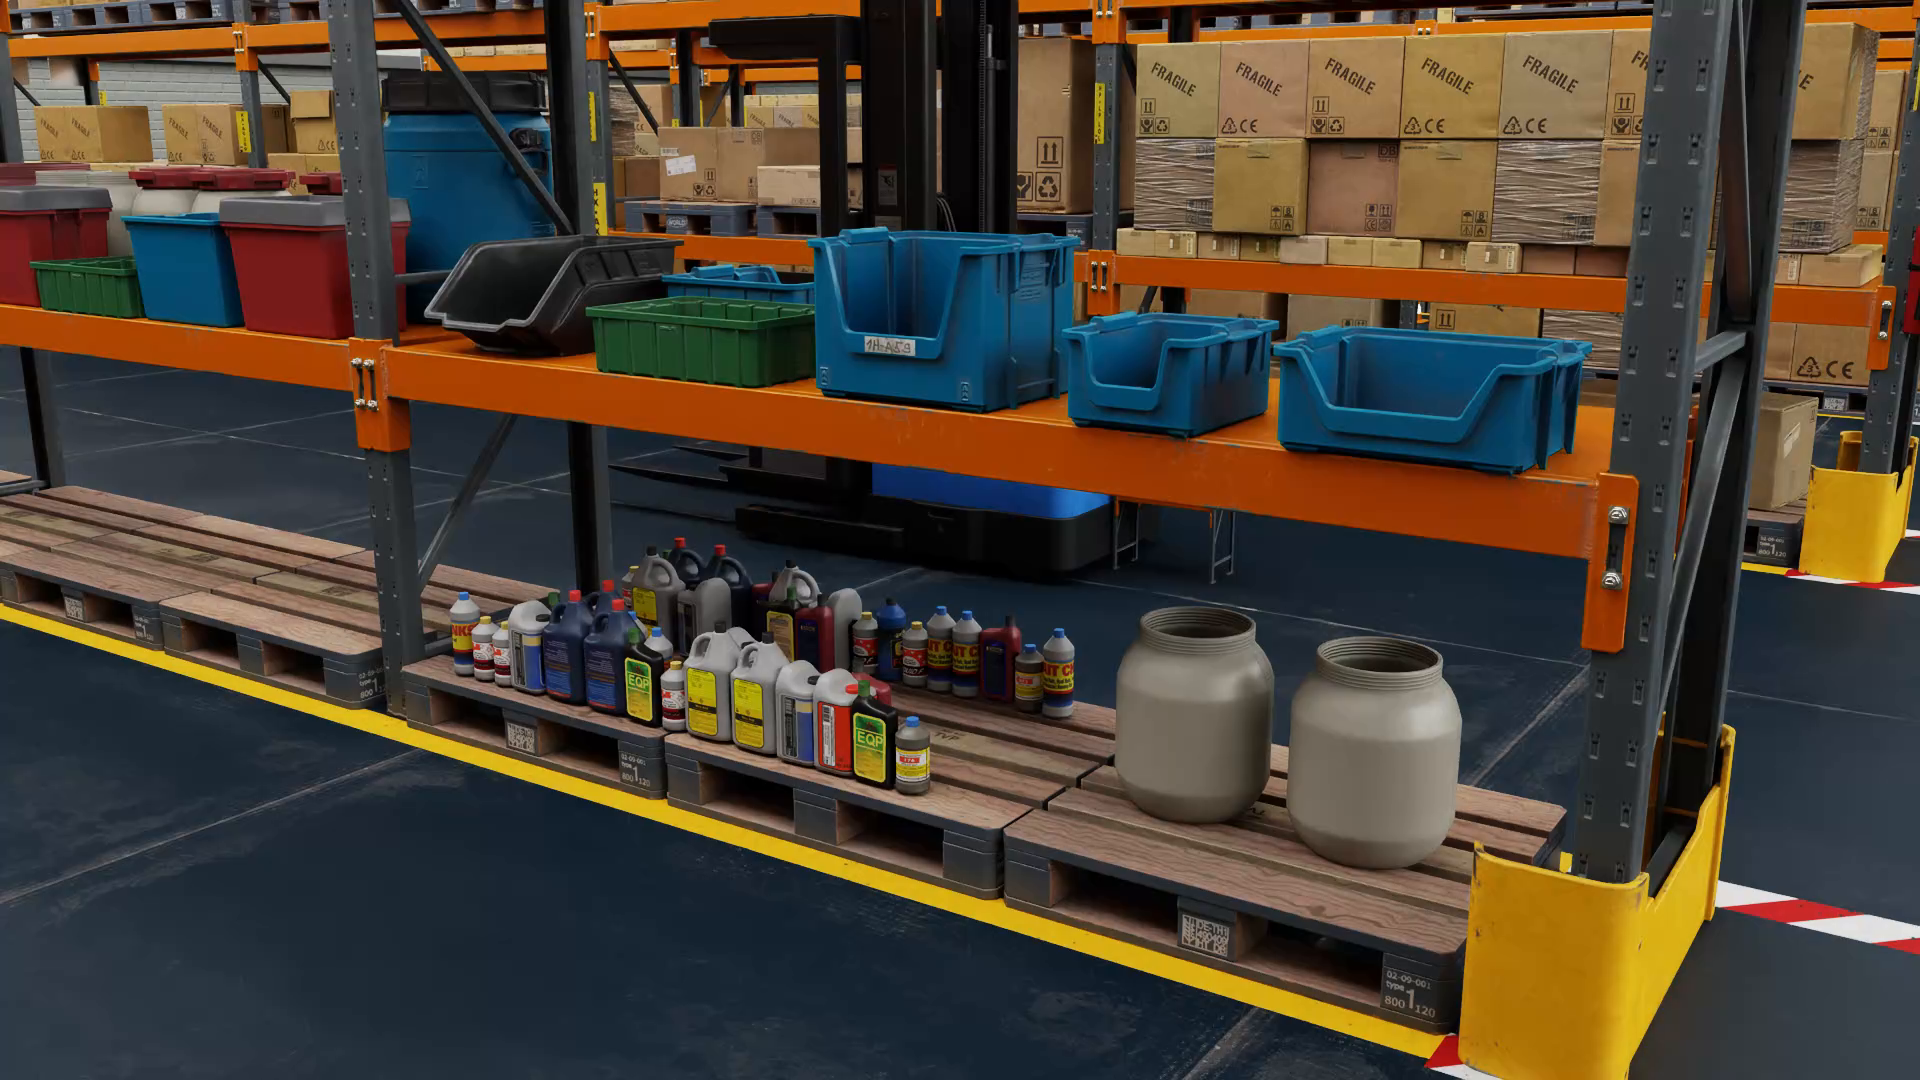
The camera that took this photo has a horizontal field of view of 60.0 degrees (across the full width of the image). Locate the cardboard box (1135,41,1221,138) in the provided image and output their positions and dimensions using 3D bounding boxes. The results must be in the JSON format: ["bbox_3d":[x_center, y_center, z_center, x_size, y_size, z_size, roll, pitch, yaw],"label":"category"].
[{"bbox_3d":[1.314,-2.487,9.221,0.500,0.500,0.500,9,17,33],"label":"cardboard box"}]

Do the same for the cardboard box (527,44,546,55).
[{"bbox_3d":[-4.501,-5.568,18.642,0.500,0.250,0.500,9,17,33],"label":"cardboard box"}]

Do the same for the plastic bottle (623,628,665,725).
[{"bbox_3d":[-0.973,0.419,5.125,0.133,0.283,0.061,10,17,35],"label":"plastic bottle"}]

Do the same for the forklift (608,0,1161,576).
[{"bbox_3d":[-0.530,-1.502,8.293,3.031,2.935,1.130,9,16,31],"label":"forklift"}]

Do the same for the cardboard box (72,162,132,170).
[{"bbox_3d":[-7.777,-3.346,15.292,0.500,0.250,0.500,9,16,31],"label":"cardboard box"}]

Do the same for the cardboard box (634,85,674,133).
[{"bbox_3d":[-3.244,-4.656,17.981,0.500,0.500,0.500,9,16,31],"label":"cardboard box"}]

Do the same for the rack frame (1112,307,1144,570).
[{"bbox_3d":[0.780,-0.468,7.716,0.015,1.200,0.240,9,16,31],"label":"rack frame"}]

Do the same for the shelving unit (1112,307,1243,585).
[{"bbox_3d":[0.987,-0.437,7.590,0.503,1.200,0.258,9,16,31],"label":"shelving unit"}]

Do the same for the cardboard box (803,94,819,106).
[{"bbox_3d":[-1.940,-6.035,22.821,0.250,0.149,0.380,9,16,31],"label":"cardboard box"}]

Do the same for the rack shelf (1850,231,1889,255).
[{"bbox_3d":[5.594,-2.278,12.781,4.000,0.370,1.077,9,17,33],"label":"rack shelf"}]

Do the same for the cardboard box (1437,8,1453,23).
[{"bbox_3d":[5.209,-5.670,18.182,0.500,0.250,0.500,9,17,34],"label":"cardboard box"}]

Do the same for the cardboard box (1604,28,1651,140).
[{"bbox_3d":[3.390,-2.152,7.868,0.500,0.500,0.500,9,17,33],"label":"cardboard box"}]

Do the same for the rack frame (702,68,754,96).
[{"bbox_3d":[-3.344,-5.505,24.321,0.127,3.000,1.000,9,17,33],"label":"rack frame"}]

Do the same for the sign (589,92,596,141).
[{"bbox_3d":[-2.543,-2.908,11.417,0.005,0.325,0.100,9,17,33],"label":"sign"}]

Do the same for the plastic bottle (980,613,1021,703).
[{"bbox_3d":[0.130,0.370,5.325,0.133,0.283,0.061,10,17,34],"label":"plastic bottle"}]

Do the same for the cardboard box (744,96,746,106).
[{"bbox_3d":[-2.946,-6.230,23.611,0.250,0.149,0.380,10,17,34],"label":"cardboard box"}]

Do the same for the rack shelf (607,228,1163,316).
[{"bbox_3d":[-0.577,-1.839,11.008,4.000,0.370,1.077,9,17,33],"label":"rack shelf"}]

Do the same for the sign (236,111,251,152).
[{"bbox_3d":[-5.864,-3.341,13.610,0.005,0.325,0.100,9,17,33],"label":"sign"}]

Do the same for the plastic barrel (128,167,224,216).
[{"bbox_3d":[-3.321,-1.327,7.159,0.433,0.535,0.433,0,14,0],"label":"plastic barrel"}]

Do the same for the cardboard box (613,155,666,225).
[{"bbox_3d":[-2.488,-2.625,12.475,0.500,0.500,0.500,10,17,34],"label":"cardboard box"}]

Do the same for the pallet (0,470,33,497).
[{"bbox_3d":[-5.678,-0.213,8.744,1.213,0.211,1.003,9,17,33],"label":"pallet"}]

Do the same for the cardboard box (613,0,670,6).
[{"bbox_3d":[-1.988,-3.726,11.203,0.500,0.250,0.500,10,17,34],"label":"cardboard box"}]

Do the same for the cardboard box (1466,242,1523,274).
[{"bbox_3d":[2.747,-1.439,8.417,0.250,0.149,0.380,9,17,33],"label":"cardboard box"}]

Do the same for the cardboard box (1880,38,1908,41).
[{"bbox_3d":[8.881,-4.802,15.761,0.250,0.149,0.380,9,17,33],"label":"cardboard box"}]

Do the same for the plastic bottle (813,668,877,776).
[{"bbox_3d":[-0.325,0.514,4.756,0.135,0.276,0.152,9,17,33],"label":"plastic bottle"}]

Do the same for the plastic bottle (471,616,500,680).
[{"bbox_3d":[-1.577,0.356,5.551,0.097,0.201,0.097,0,14,0],"label":"plastic bottle"}]

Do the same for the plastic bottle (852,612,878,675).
[{"bbox_3d":[-0.313,0.343,5.603,0.097,0.201,0.097,0,14,0],"label":"plastic bottle"}]

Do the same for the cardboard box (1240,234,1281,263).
[{"bbox_3d":[1.729,-1.614,9.122,0.250,0.149,0.380,9,17,33],"label":"cardboard box"}]

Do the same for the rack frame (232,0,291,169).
[{"bbox_3d":[-5.555,-2.993,14.172,0.127,3.000,1.000,9,17,33],"label":"rack frame"}]

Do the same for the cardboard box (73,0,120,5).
[{"bbox_3d":[-7.557,-5.068,15.022,0.500,0.500,0.700,8,16,29],"label":"cardboard box"}]

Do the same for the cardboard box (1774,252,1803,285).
[{"bbox_3d":[3.843,-1.292,7.825,0.250,0.149,0.380,9,17,33],"label":"cardboard box"}]

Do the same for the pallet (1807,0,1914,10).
[{"bbox_3d":[6.633,-3.870,11.655,1.213,0.211,1.003,9,17,33],"label":"pallet"}]

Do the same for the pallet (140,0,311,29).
[{"bbox_3d":[-6.228,-4.518,14.273,1.213,0.211,1.003,9,17,33],"label":"pallet"}]

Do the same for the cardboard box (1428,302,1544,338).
[{"bbox_3d":[4.418,-1.970,13.586,0.875,0.875,0.875,9,17,34],"label":"cardboard box"}]

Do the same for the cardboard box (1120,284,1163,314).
[{"bbox_3d":[1.798,-2.328,15.291,0.750,0.750,1.050,9,17,34],"label":"cardboard box"}]

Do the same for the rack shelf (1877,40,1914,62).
[{"bbox_3d":[8.273,-4.735,16.462,4.000,0.370,1.077,9,17,33],"label":"rack shelf"}]

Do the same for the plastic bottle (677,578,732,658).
[{"bbox_3d":[-0.889,0.264,5.769,0.135,0.276,0.152,9,17,33],"label":"plastic bottle"}]

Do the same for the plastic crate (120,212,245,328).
[{"bbox_3d":[-2.770,-1.011,6.197,0.575,0.384,0.392,9,17,33],"label":"plastic crate"}]

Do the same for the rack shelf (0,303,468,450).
[{"bbox_3d":[-3.341,-0.852,7.018,4.000,0.370,1.077,9,17,33],"label":"rack shelf"}]

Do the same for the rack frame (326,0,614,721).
[{"bbox_3d":[-1.681,-0.933,5.848,0.127,3.000,1.000,9,17,33],"label":"rack frame"}]

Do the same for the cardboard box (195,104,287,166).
[{"bbox_3d":[-6.086,-3.437,14.097,0.500,0.500,0.500,10,17,34],"label":"cardboard box"}]

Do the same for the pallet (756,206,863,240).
[{"bbox_3d":[-0.571,-2.106,10.988,1.213,0.211,1.003,9,17,33],"label":"pallet"}]

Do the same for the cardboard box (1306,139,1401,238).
[{"bbox_3d":[2.288,-1.919,9.007,0.500,0.500,0.875,9,17,33],"label":"cardboard box"}]

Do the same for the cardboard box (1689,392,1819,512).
[{"bbox_3d":[3.893,-0.461,8.272,0.500,0.500,0.500,13,19,43],"label":"cardboard box"}]

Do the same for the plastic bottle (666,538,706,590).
[{"bbox_3d":[-0.986,0.169,5.997,0.185,0.351,0.144,9,16,31],"label":"plastic bottle"}]

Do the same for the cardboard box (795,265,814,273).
[{"bbox_3d":[-1.356,-2.669,17.190,0.500,0.500,0.500,10,17,34],"label":"cardboard box"}]

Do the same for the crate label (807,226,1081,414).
[{"bbox_3d":[-0.040,-0.606,4.456,0.616,0.435,0.502,9,17,33],"label":"crate label"}]

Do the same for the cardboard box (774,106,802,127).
[{"bbox_3d":[-2.240,-5.783,23.152,0.500,0.500,0.500,9,17,32],"label":"cardboard box"}]

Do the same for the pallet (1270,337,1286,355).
[{"bbox_3d":[3.253,-1.630,14.470,1.213,0.211,1.003,9,17,33],"label":"pallet"}]

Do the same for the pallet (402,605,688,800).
[{"bbox_3d":[-1.147,0.519,5.786,1.213,0.211,1.003,9,17,33],"label":"pallet"}]

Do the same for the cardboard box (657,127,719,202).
[{"bbox_3d":[-1.766,-2.645,11.682,0.500,0.500,0.500,7,15,26],"label":"cardboard box"}]

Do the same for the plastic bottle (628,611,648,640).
[{"bbox_3d":[-1.055,0.365,5.370,0.097,0.271,0.097,0,14,0],"label":"plastic bottle"}]

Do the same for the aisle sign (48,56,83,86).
[{"bbox_3d":[-8.767,-4.861,16.307,0.004,0.787,0.394,9,17,33],"label":"aisle sign"}]

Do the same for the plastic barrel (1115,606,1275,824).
[{"bbox_3d":[0.633,0.467,4.496,0.421,0.512,0.421,0,14,0],"label":"plastic barrel"}]
